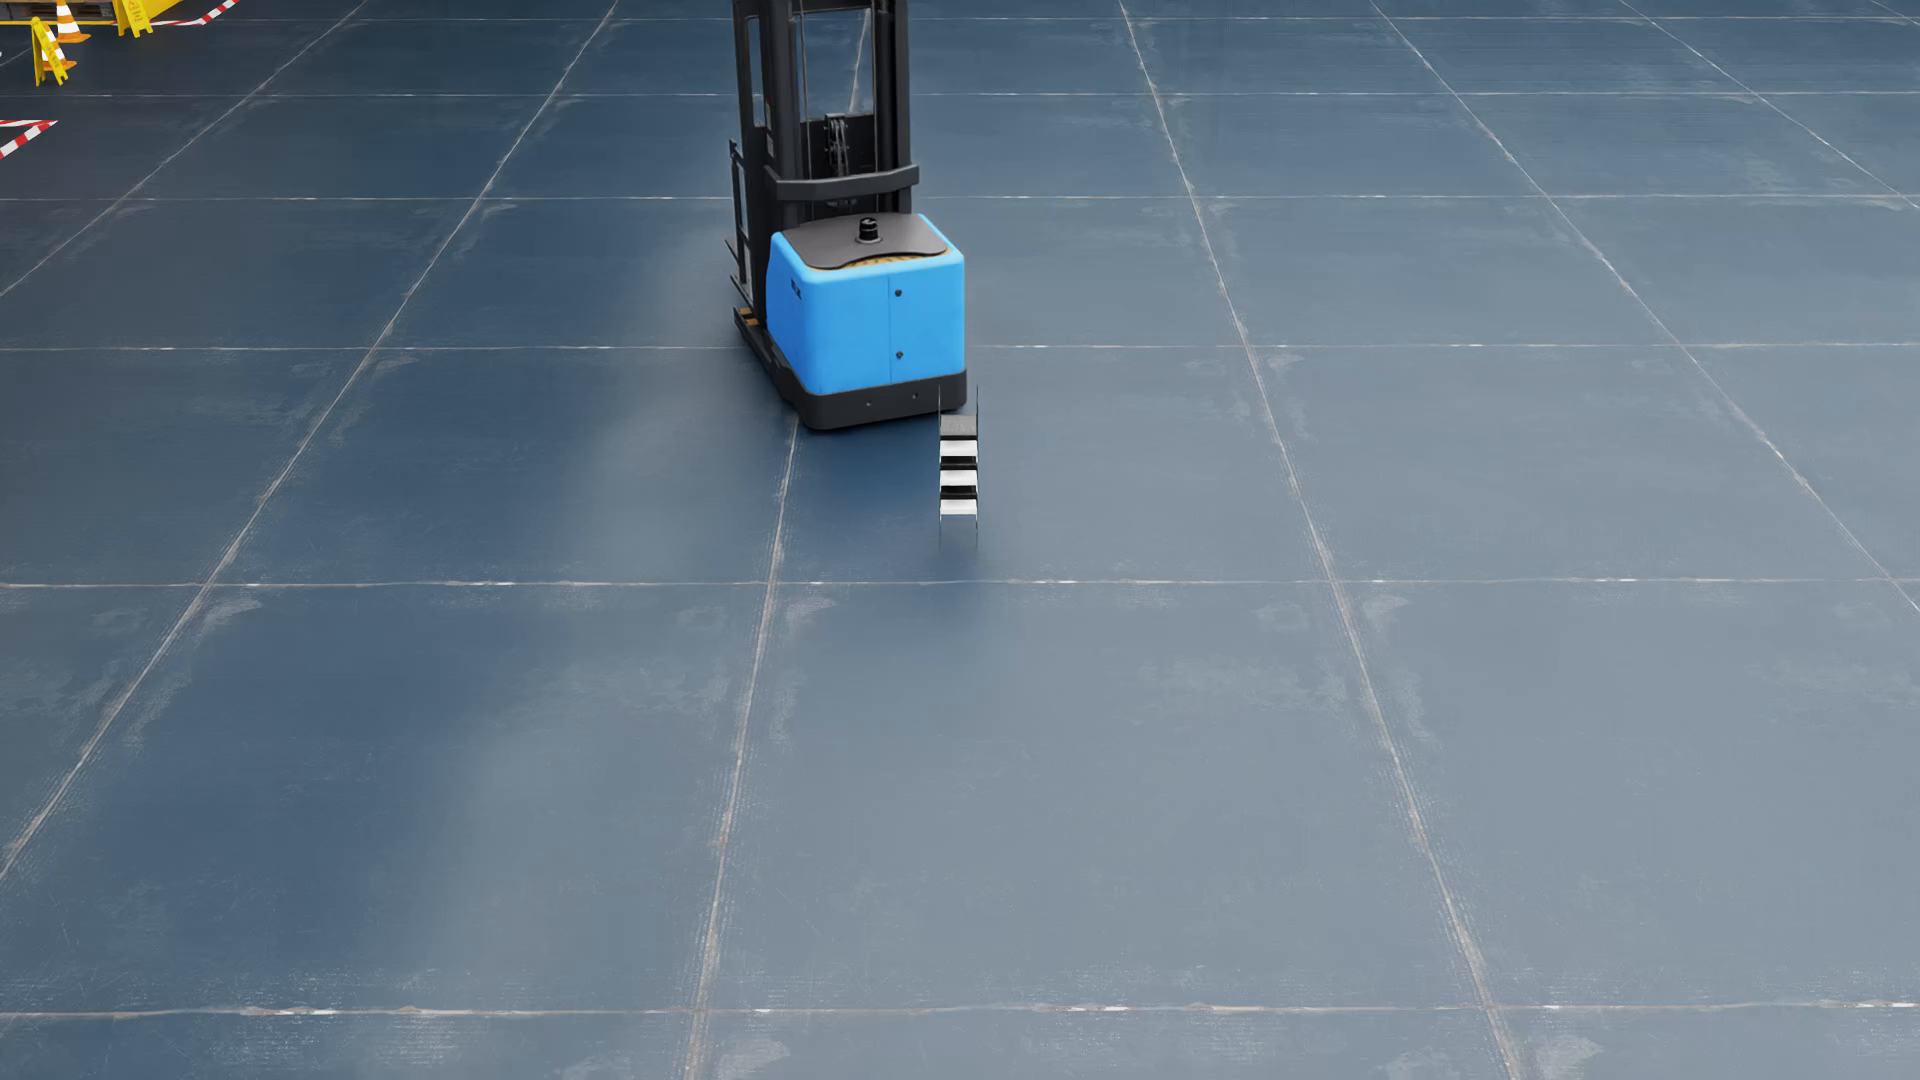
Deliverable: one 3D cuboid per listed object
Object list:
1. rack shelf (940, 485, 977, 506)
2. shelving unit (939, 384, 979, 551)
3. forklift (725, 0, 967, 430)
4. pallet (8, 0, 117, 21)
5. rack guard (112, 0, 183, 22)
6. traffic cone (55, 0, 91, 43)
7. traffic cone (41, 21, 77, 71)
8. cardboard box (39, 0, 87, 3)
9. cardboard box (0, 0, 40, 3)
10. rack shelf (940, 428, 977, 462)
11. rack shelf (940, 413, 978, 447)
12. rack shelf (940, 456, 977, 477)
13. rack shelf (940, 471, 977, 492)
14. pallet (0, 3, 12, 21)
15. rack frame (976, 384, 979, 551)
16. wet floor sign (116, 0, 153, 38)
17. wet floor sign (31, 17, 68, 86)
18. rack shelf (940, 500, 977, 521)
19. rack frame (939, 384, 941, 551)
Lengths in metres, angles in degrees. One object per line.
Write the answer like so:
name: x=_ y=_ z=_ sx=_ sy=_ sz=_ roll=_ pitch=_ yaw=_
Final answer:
rack shelf: x=-0.008 y=-0.279 z=9.081 sx=0.200 sy=0.077 sz=0.258 roll=0 pitch=31 yaw=0
shelving unit: x=-0.008 y=-0.385 z=9.017 sx=0.210 sy=0.900 sz=0.258 roll=0 pitch=31 yaw=0
forklift: x=-0.941 y=-2.684 z=10.848 sx=1.130 sy=2.935 sz=3.031 roll=-11 pitch=33 yaw=-17
pallet: x=-10.279 y=-6.308 z=19.443 sx=1.213 sy=0.211 sz=1.003 roll=0 pitch=31 yaw=0
rack guard: x=-9.467 y=-6.416 z=19.342 sx=0.348 sy=0.500 sz=1.175 roll=0 pitch=31 yaw=0
traffic cone: x=-9.813 y=-5.729 z=18.247 sx=0.334 sy=0.463 sz=0.336 roll=0 pitch=31 yaw=0
traffic cone: x=-9.466 y=-5.155 z=17.300 sx=0.334 sy=0.463 sz=0.336 roll=0 pitch=31 yaw=0
cardboard box: x=-10.221 y=-6.346 z=19.064 sx=0.500 sy=0.250 sz=0.500 roll=0 pitch=31 yaw=-1
cardboard box: x=-10.715 y=-6.349 z=19.068 sx=0.500 sy=0.250 sz=0.500 roll=0 pitch=31 yaw=0
rack shelf: x=-0.008 y=-0.510 z=8.940 sx=0.200 sy=0.077 sz=0.258 roll=0 pitch=31 yaw=0
rack shelf: x=-0.008 y=-0.587 z=8.894 sx=0.200 sy=0.077 sz=0.258 roll=0 pitch=31 yaw=0
rack shelf: x=-0.008 y=-0.433 z=8.987 sx=0.200 sy=0.077 sz=0.258 roll=0 pitch=31 yaw=0
rack shelf: x=-0.008 y=-0.356 z=9.034 sx=0.200 sy=0.077 sz=0.258 roll=0 pitch=31 yaw=0
pallet: x=-11.496 y=-6.306 z=19.439 sx=1.213 sy=0.211 sz=1.003 roll=0 pitch=31 yaw=0
rack frame: x=0.094 y=-0.385 z=9.017 sx=0.006 sy=0.900 sz=0.240 roll=0 pitch=31 yaw=0
wet floor sign: x=-9.194 y=-5.924 z=18.391 sx=0.232 sy=0.644 sz=0.267 roll=10 pitch=33 yaw=17
wet floor sign: x=-9.243 y=-4.938 z=16.766 sx=0.232 sy=0.644 sz=0.267 roll=-5 pitch=32 yaw=-9
rack shelf: x=-0.008 y=-0.202 z=9.127 sx=0.200 sy=0.077 sz=0.258 roll=0 pitch=31 yaw=0
rack frame: x=-0.110 y=-0.384 z=9.016 sx=0.006 sy=0.900 sz=0.240 roll=0 pitch=31 yaw=0
